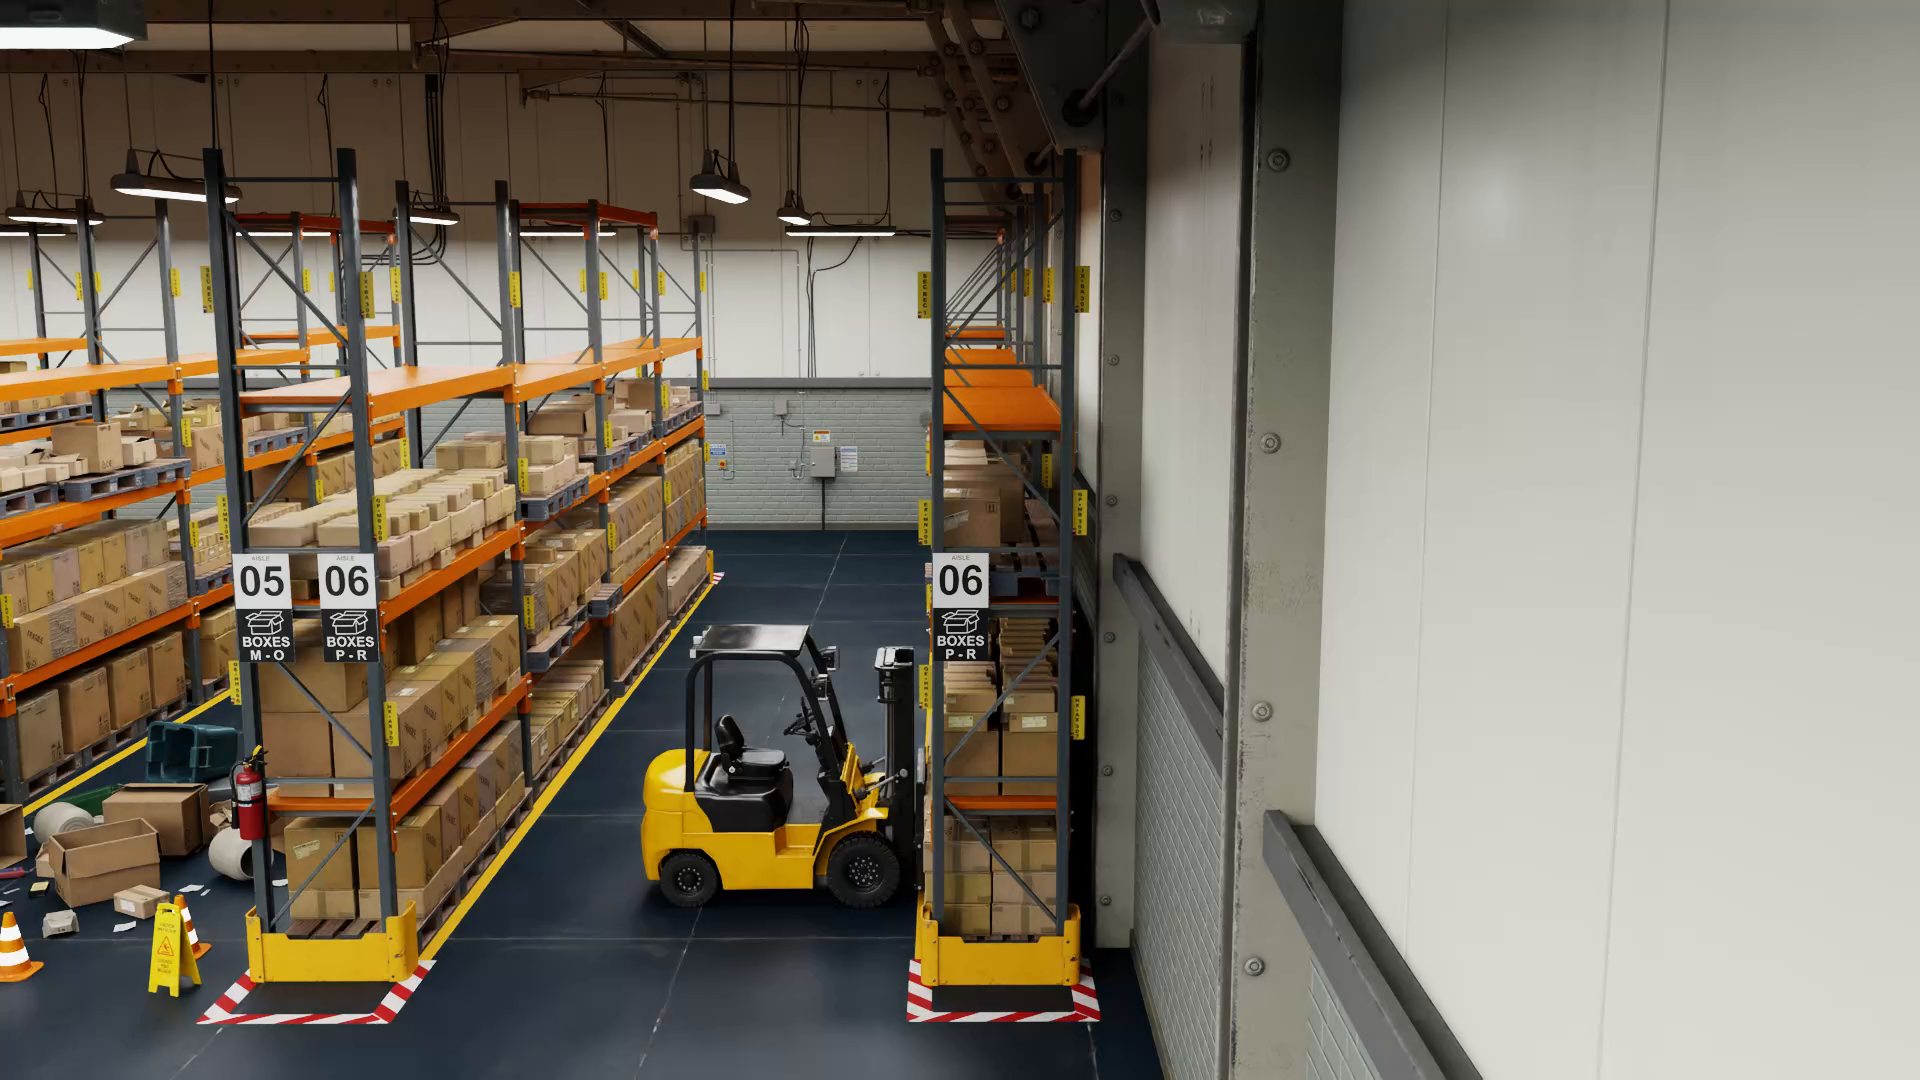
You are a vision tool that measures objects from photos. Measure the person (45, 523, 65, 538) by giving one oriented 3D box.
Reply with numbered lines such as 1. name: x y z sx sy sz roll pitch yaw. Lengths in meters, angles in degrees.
1. person: -12.799 0.542 23.727 0.661 1.726 0.922 -1 9 -6
